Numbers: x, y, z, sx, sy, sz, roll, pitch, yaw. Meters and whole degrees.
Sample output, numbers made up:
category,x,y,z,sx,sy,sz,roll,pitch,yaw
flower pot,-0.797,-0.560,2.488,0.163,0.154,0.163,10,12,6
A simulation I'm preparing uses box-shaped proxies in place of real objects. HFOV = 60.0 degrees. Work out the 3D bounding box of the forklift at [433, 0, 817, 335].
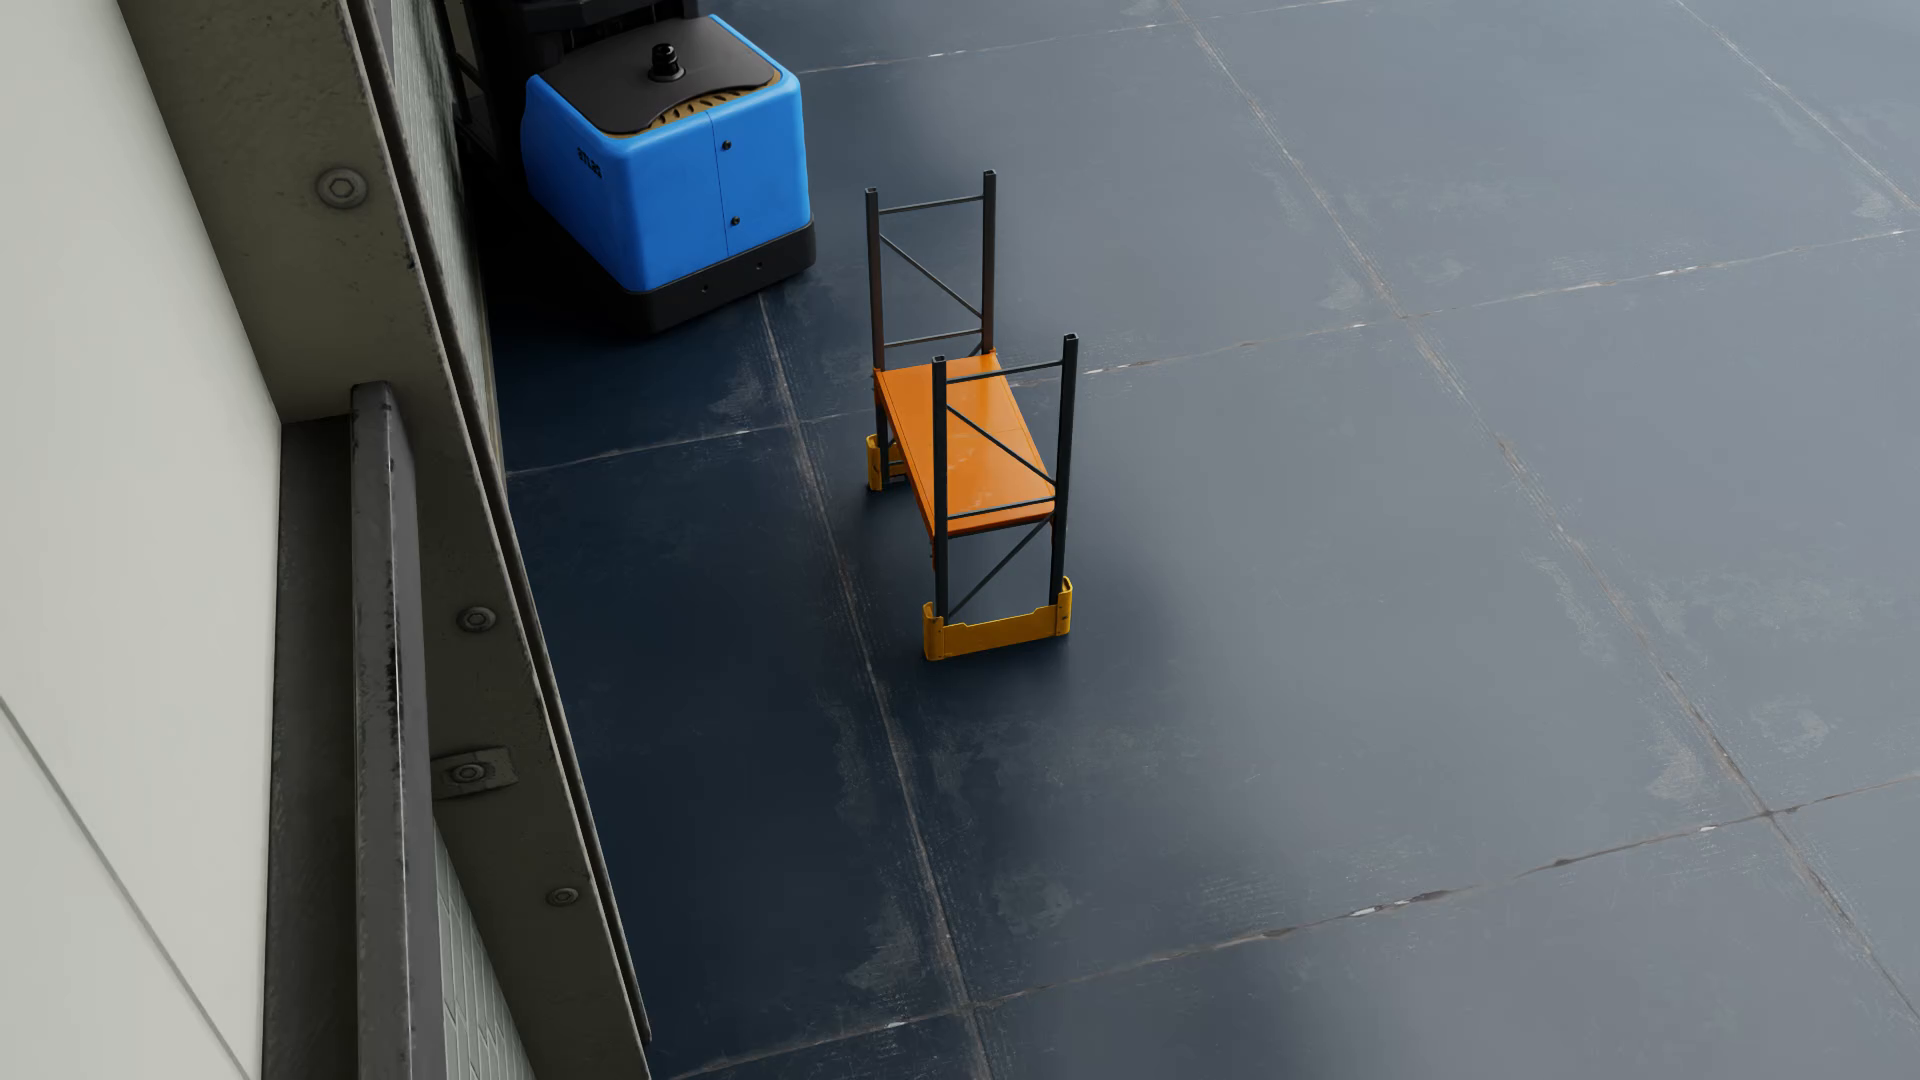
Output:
category,x,y,z,sx,sy,sz,roll,pitch,yaw
forklift,-1.997,-3.003,7.892,1.130,2.935,3.031,-28,52,-25

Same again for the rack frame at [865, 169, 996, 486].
category,x,y,z,sx,sy,sz,roll,pitch,yaw
rack frame,-0.108,-0.817,6.751,0.500,1.500,0.032,-11,47,-10

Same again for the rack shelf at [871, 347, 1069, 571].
category,x,y,z,sx,sy,sz,roll,pitch,yaw
rack shelf,0.022,-0.340,6.536,0.538,0.185,1.000,-11,47,-10

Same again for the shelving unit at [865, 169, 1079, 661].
category,x,y,z,sx,sy,sz,roll,pitch,yaw
shelving unit,0.020,-0.472,6.414,0.587,1.500,1.083,-11,47,-10

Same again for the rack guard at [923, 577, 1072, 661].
category,x,y,z,sx,sy,sz,roll,pitch,yaw
rack guard,0.147,0.309,6.523,0.587,0.250,0.087,-11,47,-10

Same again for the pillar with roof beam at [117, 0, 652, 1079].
category,x,y,z,sx,sy,sz,roll,pitch,yaw
pillar with roof beam,3.048,-2.180,2.836,9.100,9.000,0.400,-11,47,-10

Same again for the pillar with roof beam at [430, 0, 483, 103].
category,x,y,z,sx,sy,sz,roll,pitch,yaw
pillar with roof beam,1.512,-6.322,6.896,9.100,9.000,0.400,-11,47,-10

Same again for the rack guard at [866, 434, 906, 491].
category,x,y,z,sx,sy,sz,roll,pitch,yaw
rack guard,-0.108,-0.379,7.197,0.587,0.250,0.087,-11,47,-10

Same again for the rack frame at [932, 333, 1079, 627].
category,x,y,z,sx,sy,sz,roll,pitch,yaw
rack frame,0.152,-0.115,6.063,0.500,1.500,0.032,-11,47,-10
